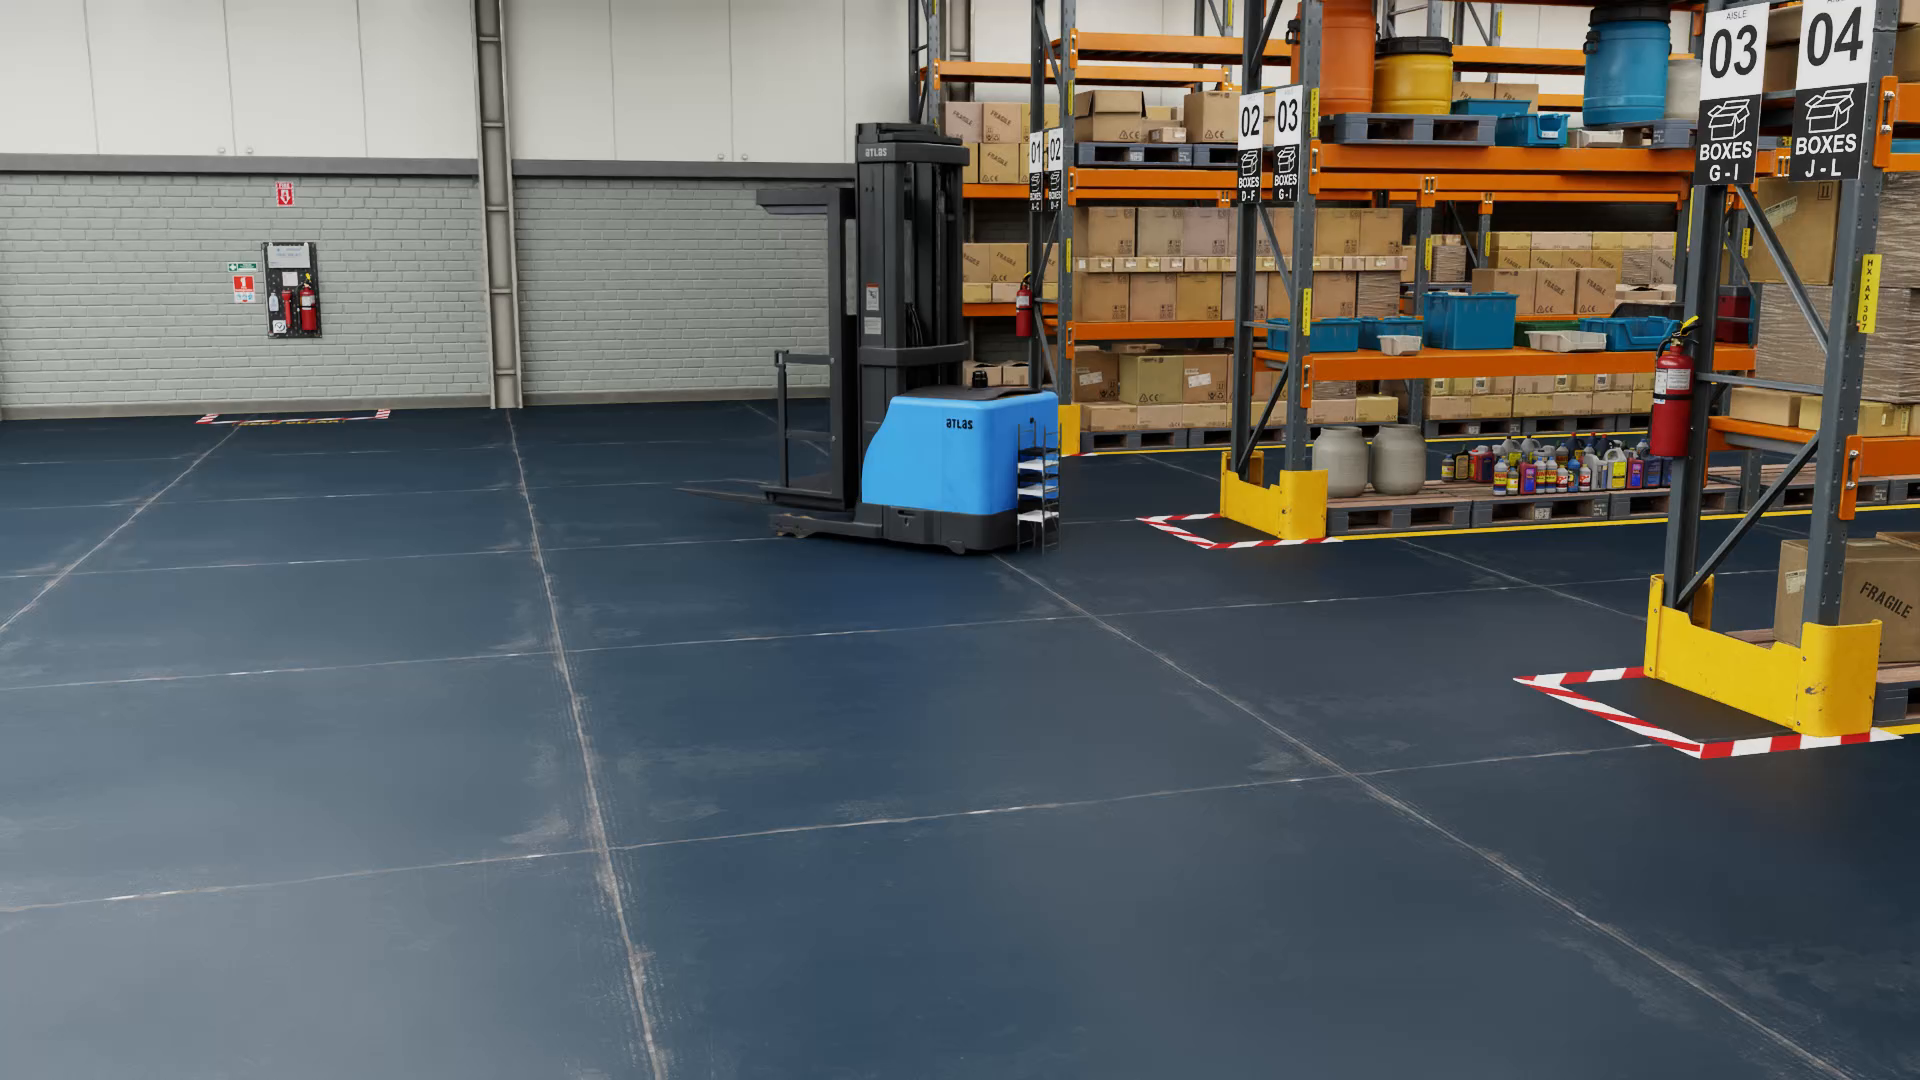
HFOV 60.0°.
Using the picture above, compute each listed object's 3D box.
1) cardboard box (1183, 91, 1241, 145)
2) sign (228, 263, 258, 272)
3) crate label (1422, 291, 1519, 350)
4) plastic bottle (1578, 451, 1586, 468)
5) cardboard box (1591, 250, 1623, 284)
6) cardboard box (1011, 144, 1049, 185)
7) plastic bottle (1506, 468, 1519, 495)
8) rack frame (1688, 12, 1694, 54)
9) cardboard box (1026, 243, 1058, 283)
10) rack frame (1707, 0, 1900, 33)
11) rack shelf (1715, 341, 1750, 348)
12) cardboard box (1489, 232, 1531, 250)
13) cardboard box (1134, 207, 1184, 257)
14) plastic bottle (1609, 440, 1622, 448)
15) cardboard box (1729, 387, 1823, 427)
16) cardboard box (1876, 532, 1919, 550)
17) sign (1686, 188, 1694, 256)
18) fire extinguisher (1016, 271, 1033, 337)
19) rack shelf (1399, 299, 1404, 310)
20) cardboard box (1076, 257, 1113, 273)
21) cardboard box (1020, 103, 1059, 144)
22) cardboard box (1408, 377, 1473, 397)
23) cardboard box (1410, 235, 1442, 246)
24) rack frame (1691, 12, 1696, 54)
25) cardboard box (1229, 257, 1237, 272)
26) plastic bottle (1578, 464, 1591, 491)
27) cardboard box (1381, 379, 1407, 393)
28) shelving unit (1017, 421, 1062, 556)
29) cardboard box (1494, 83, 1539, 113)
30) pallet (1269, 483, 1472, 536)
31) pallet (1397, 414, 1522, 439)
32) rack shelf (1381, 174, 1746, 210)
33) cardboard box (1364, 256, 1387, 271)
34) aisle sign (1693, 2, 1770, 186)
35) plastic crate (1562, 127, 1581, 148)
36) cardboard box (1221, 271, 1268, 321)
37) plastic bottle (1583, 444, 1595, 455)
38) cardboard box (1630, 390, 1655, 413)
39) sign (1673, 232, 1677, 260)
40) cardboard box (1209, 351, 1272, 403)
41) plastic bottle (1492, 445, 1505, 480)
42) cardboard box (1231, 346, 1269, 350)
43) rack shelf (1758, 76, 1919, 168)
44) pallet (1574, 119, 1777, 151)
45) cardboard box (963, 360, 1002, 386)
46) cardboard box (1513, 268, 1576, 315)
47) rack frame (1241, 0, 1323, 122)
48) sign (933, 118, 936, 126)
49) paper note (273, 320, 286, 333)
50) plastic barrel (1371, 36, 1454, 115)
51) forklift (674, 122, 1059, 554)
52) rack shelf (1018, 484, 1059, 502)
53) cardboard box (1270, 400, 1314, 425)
[{"bbox_3d":[2.590,-4.268,16.837,0.500,0.500,0.500,-3,11,-16],"label":"cardboard box"},{"bbox_3d":[-8.736,-3.323,20.250,0.331,0.109,0.001,-3,11,-16],"label":"sign"},{"bbox_3d":[3.992,-1.728,13.050,0.616,0.435,0.502,-3,11,-16],"label":"crate label"},{"bbox_3d":[4.921,-0.555,13.066,0.133,0.283,0.061,-3,11,-16],"label":"plastic bottle"},{"bbox_3d":[9.230,-3.960,24.121,0.500,0.500,0.500,-3,11,-14],"label":"cardboard box"},{"bbox_3d":[0.945,-4.848,21.480,0.500,0.500,0.500,-2,11,-13],"label":"cardboard box"},{"bbox_3d":[4.227,-0.453,12.738,0.097,0.201,0.097,0,10,0],"label":"plastic bottle"},{"bbox_3d":[11.053,-6.850,24.402,0.127,3.000,1.000,-3,11,-16],"label":"rack frame"},{"bbox_3d":[1.048,-3.618,21.700,0.500,0.500,0.500,-3,11,-18],"label":"cardboard box"},{"bbox_3d":[3.684,-3.660,7.071,0.127,3.000,1.000,-3,11,-16],"label":"rack frame"},{"bbox_3d":[8.061,-1.520,14.006,4.000,0.370,1.077,-3,11,-16],"label":"rack shelf"},{"bbox_3d":[7.748,-4.251,23.629,0.500,0.250,0.500,-3,11,-15],"label":"cardboard box"},{"bbox_3d":[1.925,-3.170,17.124,0.500,0.500,0.700,-3,11,-17],"label":"cardboard box"},{"bbox_3d":[5.409,-0.689,13.809,0.135,0.276,0.152,-3,11,-14],"label":"plastic bottle"},{"bbox_3d":[3.900,-0.636,7.911,0.250,0.149,0.380,-3,11,-16],"label":"cardboard box"},{"bbox_3d":[4.853,0.249,8.155,0.500,0.500,0.500,0,10,-1],"label":"cardboard box"},{"bbox_3d":[3.548,-1.532,8.011,0.005,0.325,0.100,-3,11,-16],"label":"sign"},{"bbox_3d":[0.676,-2.468,17.383,0.183,0.674,0.296,-3,11,-16],"label":"fire extinguisher"},{"bbox_3d":[5.292,-3.242,23.361,4.000,0.370,1.077,-3,11,-16],"label":"rack shelf"},{"bbox_3d":[1.356,-2.782,16.807,0.250,0.149,0.380,-3,11,-16],"label":"cardboard box"},{"bbox_3d":[0.953,-5.340,21.392,0.500,0.500,0.500,-3,11,-14],"label":"cardboard box"},{"bbox_3d":[5.226,-1.742,18.108,0.500,0.311,0.500,-3,11,-16],"label":"cardboard box"},{"bbox_3d":[6.584,-4.240,23.512,0.250,0.149,0.380,-5,12,-25],"label":"cardboard box"},{"bbox_3d":[8.600,-5.787,18.626,0.127,3.000,1.000,-3,11,-16],"label":"rack frame"},{"bbox_3d":[2.832,-2.860,17.228,0.250,0.149,0.380,-3,11,-15],"label":"cardboard box"},{"bbox_3d":[4.845,-0.486,12.915,0.097,0.201,0.097,0,10,0],"label":"plastic bottle"},{"bbox_3d":[5.068,-1.834,18.612,0.500,0.311,0.500,-3,11,-16],"label":"cardboard box"},{"bbox_3d":[0.549,-0.360,11.516,0.210,0.900,0.258,7,12,33],"label":"shelving unit"},{"bbox_3d":[5.903,-4.668,18.016,0.500,0.500,0.500,-2,11,-10],"label":"cardboard box"},{"bbox_3d":[3.141,-0.251,12.828,1.213,0.211,1.003,-3,11,-16],"label":"pallet"},{"bbox_3d":[5.456,-1.307,18.561,1.213,0.211,1.003,-3,11,-16],"label":"pallet"},{"bbox_3d":[6.680,-3.857,18.413,4.000,0.370,1.077,-3,11,-16],"label":"rack shelf"},{"bbox_3d":[4.320,-2.939,17.659,0.250,0.149,0.380,-3,11,-17],"label":"cardboard box"},{"bbox_3d":[3.541,-2.037,7.645,0.004,0.787,0.394,-3,11,-16],"label":"aisle sign"},{"bbox_3d":[4.549,-3.111,12.962,0.450,0.188,0.336,-3,11,-16],"label":"plastic crate"},{"bbox_3d":[2.856,-2.581,17.505,0.500,0.500,0.700,-3,11,-14],"label":"cardboard box"},{"bbox_3d":[5.144,-0.650,13.614,0.097,0.271,0.097,0,10,0],"label":"plastic bottle"},{"bbox_3d":[7.669,-1.595,18.860,0.500,0.250,0.500,-3,11,-17],"label":"cardboard box"},{"bbox_3d":[8.439,-3.461,19.581,0.005,0.325,0.100,-3,11,-16],"label":"sign"},{"bbox_3d":[2.937,-1.719,17.460,0.500,0.500,0.500,-3,11,-16],"label":"cardboard box"},{"bbox_3d":[4.324,-0.631,13.499,0.135,0.276,0.152,-3,11,-18],"label":"plastic bottle"},{"bbox_3d":[3.267,-1.837,18.106,0.500,0.500,0.500,-3,11,-16],"label":"cardboard box"},{"bbox_3d":[5.605,-1.932,7.958,4.000,0.370,1.077,-3,11,-16],"label":"rack shelf"},{"bbox_3d":[5.475,-3.102,12.846,1.003,0.211,1.213,-3,11,-16],"label":"pallet"},{"bbox_3d":[0.220,-2.206,21.955,0.500,0.311,0.500,-4,11,-22],"label":"cardboard box"},{"bbox_3d":[6.488,-2.771,18.539,0.500,0.500,0.500,-3,11,-16],"label":"cardboard box"},{"bbox_3d":[2.300,-4.521,11.748,0.127,3.000,1.000,-3,11,-16],"label":"rack frame"},{"bbox_3d":[-0.317,-5.103,20.784,0.005,0.325,0.100,-3,11,-16],"label":"sign"},{"bbox_3d":[-8.372,-2.626,20.459,0.142,0.148,0.016,-3,11,-16],"label":"paper note"},{"bbox_3d":[3.359,-3.424,12.398,0.600,0.588,0.600,0,10,0],"label":"plastic barrel"},{"bbox_3d":[-0.793,-1.524,12.231,3.031,2.935,1.130,7,12,33],"label":"forklift"},{"bbox_3d":[0.549,-0.327,11.522,0.200,0.077,0.258,7,12,33],"label":"rack shelf"},{"bbox_3d":[3.417,-1.375,17.667,0.500,0.250,0.500,-3,11,-16],"label":"cardboard box"}]
